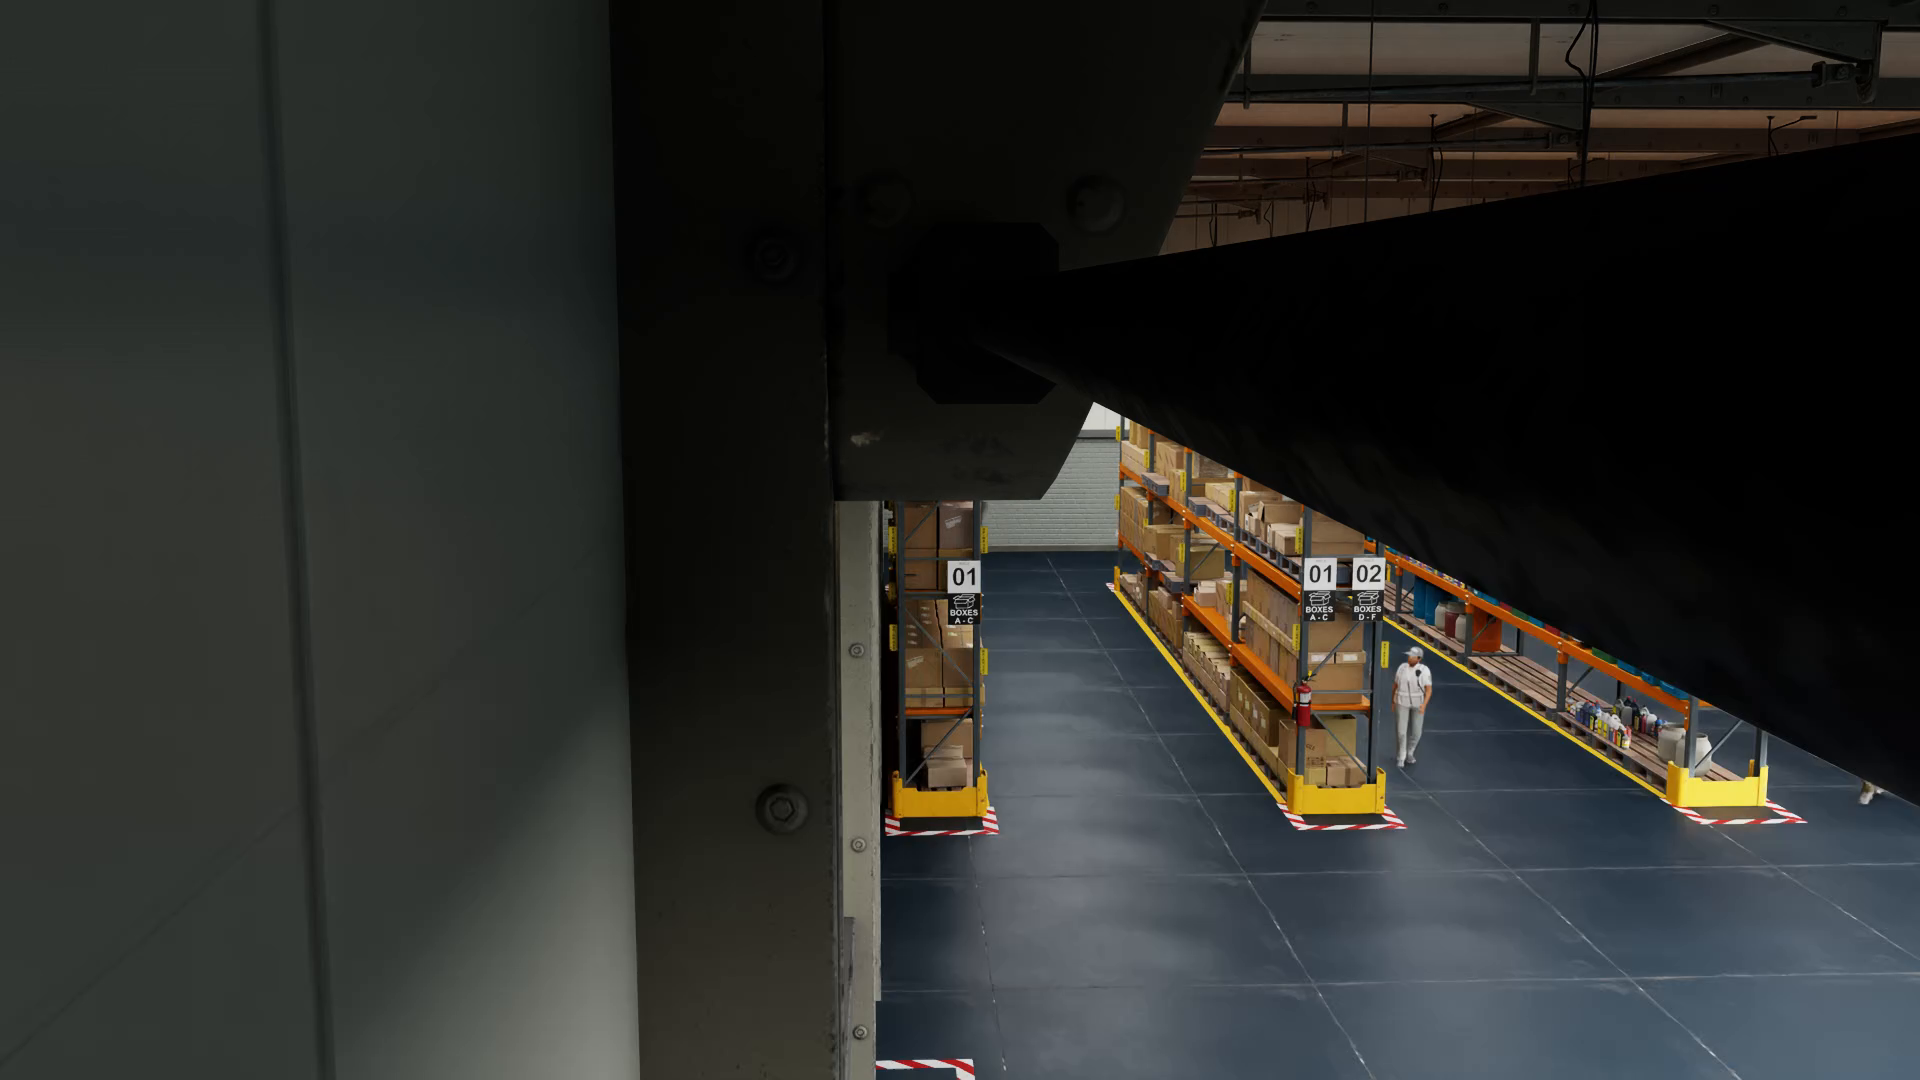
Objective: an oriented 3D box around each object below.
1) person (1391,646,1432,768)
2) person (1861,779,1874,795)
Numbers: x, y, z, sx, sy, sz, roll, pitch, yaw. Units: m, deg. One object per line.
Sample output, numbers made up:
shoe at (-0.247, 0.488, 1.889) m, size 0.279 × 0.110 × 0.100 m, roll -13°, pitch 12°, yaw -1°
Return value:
person at (6.156, 2.308, 22.676) m, size 0.498 × 1.719 × 0.633 m, roll 1°, pitch 8°, yaw 4°
person at (11.686, 2.725, 21.187) m, size 0.415 × 0.963 × 0.819 m, roll 3°, pitch 9°, yaw 20°
